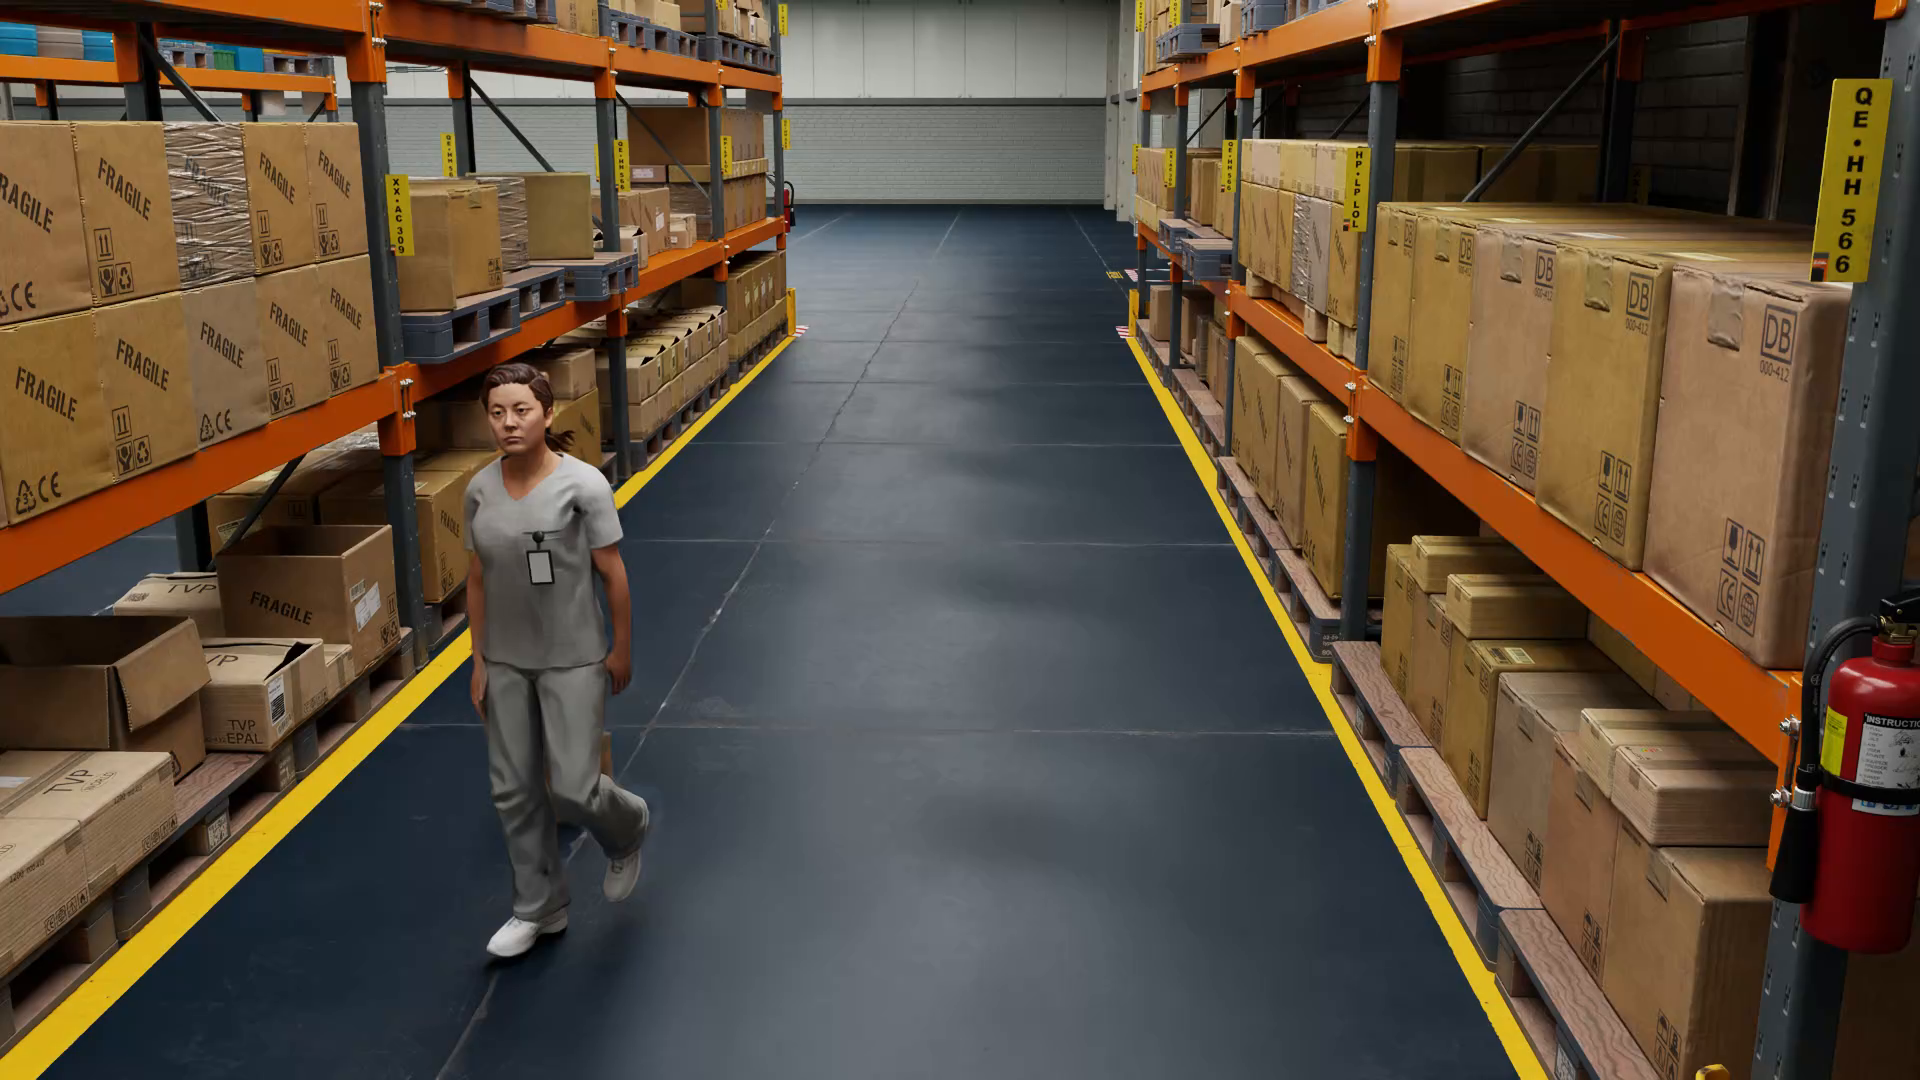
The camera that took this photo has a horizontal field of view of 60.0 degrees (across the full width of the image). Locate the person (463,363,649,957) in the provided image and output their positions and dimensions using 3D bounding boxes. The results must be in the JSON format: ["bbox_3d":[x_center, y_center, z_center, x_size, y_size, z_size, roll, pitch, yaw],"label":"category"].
[{"bbox_3d":[-1.126,0.322,4.658,0.449,1.654,0.557,4,14,14],"label":"person"}]
